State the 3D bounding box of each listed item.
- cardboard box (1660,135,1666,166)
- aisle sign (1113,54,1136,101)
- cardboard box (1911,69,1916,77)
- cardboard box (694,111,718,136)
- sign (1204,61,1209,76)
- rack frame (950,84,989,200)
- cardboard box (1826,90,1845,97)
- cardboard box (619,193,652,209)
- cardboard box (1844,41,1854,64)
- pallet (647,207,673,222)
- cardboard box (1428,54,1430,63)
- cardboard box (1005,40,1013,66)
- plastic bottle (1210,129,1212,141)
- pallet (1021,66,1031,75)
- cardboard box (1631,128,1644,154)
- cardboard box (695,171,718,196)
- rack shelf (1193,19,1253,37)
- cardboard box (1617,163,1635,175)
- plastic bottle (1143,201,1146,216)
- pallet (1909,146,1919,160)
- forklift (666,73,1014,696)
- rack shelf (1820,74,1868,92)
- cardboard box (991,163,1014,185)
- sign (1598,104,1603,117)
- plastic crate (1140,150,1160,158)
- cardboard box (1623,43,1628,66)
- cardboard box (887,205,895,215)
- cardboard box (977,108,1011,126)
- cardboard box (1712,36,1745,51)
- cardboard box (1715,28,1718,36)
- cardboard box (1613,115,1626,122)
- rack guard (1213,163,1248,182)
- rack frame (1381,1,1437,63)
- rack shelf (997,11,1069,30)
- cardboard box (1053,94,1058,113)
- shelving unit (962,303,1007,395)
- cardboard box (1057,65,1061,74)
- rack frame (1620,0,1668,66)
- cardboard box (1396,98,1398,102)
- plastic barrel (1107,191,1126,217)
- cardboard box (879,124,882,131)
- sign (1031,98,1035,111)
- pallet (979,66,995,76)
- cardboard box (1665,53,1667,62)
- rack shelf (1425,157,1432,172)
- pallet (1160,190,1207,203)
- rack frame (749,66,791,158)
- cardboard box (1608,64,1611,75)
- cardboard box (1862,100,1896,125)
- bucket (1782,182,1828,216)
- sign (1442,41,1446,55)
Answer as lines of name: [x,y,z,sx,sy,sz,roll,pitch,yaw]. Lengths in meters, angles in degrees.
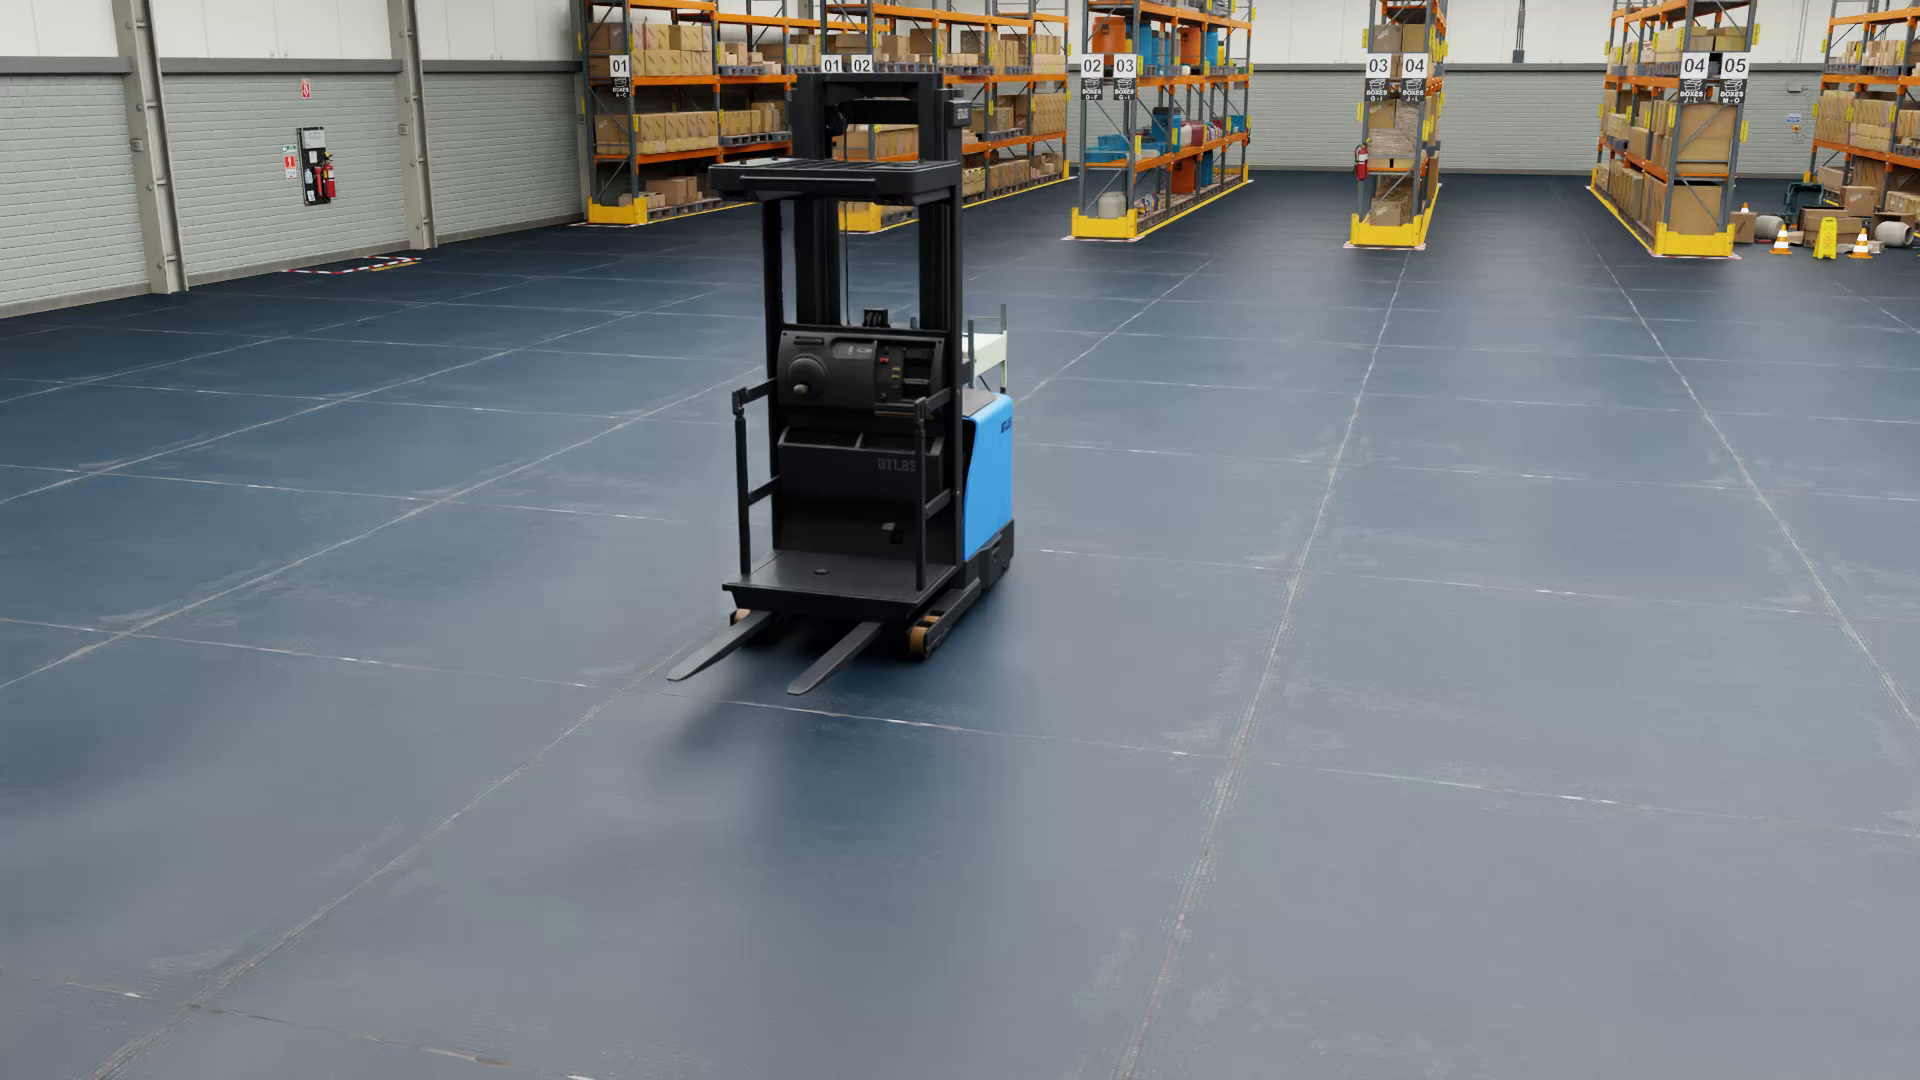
cardboard box: [12.722,-6.785,28.980,0.875,0.550,0.500,5,16,16]
aisle sign: [2.919,-8.193,29.452,0.394,0.787,0.004,5,16,16]
cardboard box: [18.929,-9.177,32.650,0.380,0.149,0.250,5,16,16]
cardboard box: [-5.542,-8.949,35.746,0.500,0.500,0.500,5,16,16]
sign: [5.461,-10.428,36.793,0.100,0.325,0.005,5,16,16]
rack frame: [0.184,-9.461,38.690,1.000,3.000,0.127,5,16,16]
cardboard box: [20.899,-10.653,39.688,0.380,0.149,0.250,5,17,18]
cardboard box: [-6.557,-6.844,33.582,0.500,0.311,0.500,3,16,10]
cardboard box: [20.739,-11.242,38.335,0.500,0.500,0.500,5,17,17]
pallet: [-6.554,-6.640,33.852,1.003,0.211,1.213,5,16,16]
cardboard box: [7.873,-8.276,28.559,0.380,0.149,0.250,5,17,17]
cardboard box: [0.938,-11.947,40.818,0.600,0.600,0.600,4,16,15]
plastic bottle: [5.893,-9.551,39.220,0.061,0.283,0.133,5,16,16]
pallet: [1.068,-11.695,41.413,1.213,0.211,1.003,5,16,16]
cardboard box: [13.735,-7.968,33.240,0.500,0.500,0.500,5,16,16]
cardboard box: [-5.510,-8.001,37.316,0.700,0.500,0.500,5,17,18]
rack shelf: [12.057,-10.943,34.607,15.940,0.569,16.000,5,16,16]
cardboard box: [14.643,-8.105,36.346,0.500,0.250,0.500,5,17,17]
plastic bottle: [3.554,-6.396,32.055,0.061,0.283,0.133,5,17,17]
pallet: [18.658,-7.310,31.458,1.003,0.211,1.213,5,16,16]
forklift: [-0.595,-0.916,8.688,1.130,2.935,3.031,5,17,17]
rack shelf: [20.887,-10.591,38.492,1.077,0.370,4.000,5,16,16]
cardboard box: [1.021,-8.973,40.741,0.500,0.500,0.500,4,16,14]
sign: [16.160,-10.833,41.938,0.100,0.325,0.005,5,16,16]
plastic crate: [3.576,-7.459,32.112,0.530,0.136,0.437,5,16,16]
cardboard box: [15.331,-10.930,37.419,0.700,0.500,0.500,5,16,16]
cardboard box: [-1.586,-6.502,32.525,0.500,0.250,0.500,5,16,16]
cardboard box: [0.837,-10.467,41.281,0.700,0.500,0.500,7,17,25]
cardboard box: [12.517,-8.059,27.024,0.500,0.250,0.500,5,16,16]
cardboard box: [12.823,-8.473,27.753,0.380,0.149,0.250,4,16,15]
cardboard box: [14.624,-9.289,36.684,0.380,0.149,0.250,5,17,18]
rack guard: [7.199,-9.974,45.078,1.175,0.500,0.348,5,16,16]
rack frame: [8.544,-10.532,31.470,1.000,3.000,0.127,5,16,16]
rack shelf: [1.889,-13.570,43.504,1.077,0.370,4.000,5,16,16]
cardboard box: [2.309,-11.678,44.487,0.500,0.500,0.500,5,17,17]
shelving unit: [0.001,-0.722,10.626,0.431,1.500,0.748,5,17,17]
cardboard box: [2.411,-12.641,44.676,0.500,0.250,0.500,5,16,16]
rack frame: [15.544,-12.214,37.400,1.000,3.000,0.127,5,16,16]
cardboard box: [7.463,-7.566,29.446,0.500,0.500,0.500,5,16,16]
plastic barrel: [2.914,-6.298,31.326,0.421,0.512,0.421,0,16,0]
cardboard box: [-1.699,-7.884,31.756,0.380,0.149,0.250,4,16,14]
sign: [1.853,-11.023,42.073,0.100,0.325,0.005,5,16,16]
pallet: [0.076,-10.629,37.656,1.213,0.211,1.003,5,17,18]
cardboard box: [12.409,-8.340,28.747,0.380,0.149,0.250,5,17,17]
rack shelf: [9.112,-7.823,34.231,1.077,0.370,4.000,5,16,16]
pallet: [5.116,-7.944,38.451,1.003,0.211,1.213,5,16,16]
rack frame: [-4.567,-9.845,40.041,1.000,3.000,0.127,5,16,16]
cardboard box: [16.154,-11.510,40.690,0.500,0.250,0.500,5,17,18]
cardboard box: [19.655,-9.140,35.542,0.500,0.500,0.500,4,16,14]
bucket: [15.442,-6.177,30.323,0.726,0.611,0.620,11,9,35]
sign: [11.340,-11.542,39.005,0.100,0.325,0.005,5,16,16]
